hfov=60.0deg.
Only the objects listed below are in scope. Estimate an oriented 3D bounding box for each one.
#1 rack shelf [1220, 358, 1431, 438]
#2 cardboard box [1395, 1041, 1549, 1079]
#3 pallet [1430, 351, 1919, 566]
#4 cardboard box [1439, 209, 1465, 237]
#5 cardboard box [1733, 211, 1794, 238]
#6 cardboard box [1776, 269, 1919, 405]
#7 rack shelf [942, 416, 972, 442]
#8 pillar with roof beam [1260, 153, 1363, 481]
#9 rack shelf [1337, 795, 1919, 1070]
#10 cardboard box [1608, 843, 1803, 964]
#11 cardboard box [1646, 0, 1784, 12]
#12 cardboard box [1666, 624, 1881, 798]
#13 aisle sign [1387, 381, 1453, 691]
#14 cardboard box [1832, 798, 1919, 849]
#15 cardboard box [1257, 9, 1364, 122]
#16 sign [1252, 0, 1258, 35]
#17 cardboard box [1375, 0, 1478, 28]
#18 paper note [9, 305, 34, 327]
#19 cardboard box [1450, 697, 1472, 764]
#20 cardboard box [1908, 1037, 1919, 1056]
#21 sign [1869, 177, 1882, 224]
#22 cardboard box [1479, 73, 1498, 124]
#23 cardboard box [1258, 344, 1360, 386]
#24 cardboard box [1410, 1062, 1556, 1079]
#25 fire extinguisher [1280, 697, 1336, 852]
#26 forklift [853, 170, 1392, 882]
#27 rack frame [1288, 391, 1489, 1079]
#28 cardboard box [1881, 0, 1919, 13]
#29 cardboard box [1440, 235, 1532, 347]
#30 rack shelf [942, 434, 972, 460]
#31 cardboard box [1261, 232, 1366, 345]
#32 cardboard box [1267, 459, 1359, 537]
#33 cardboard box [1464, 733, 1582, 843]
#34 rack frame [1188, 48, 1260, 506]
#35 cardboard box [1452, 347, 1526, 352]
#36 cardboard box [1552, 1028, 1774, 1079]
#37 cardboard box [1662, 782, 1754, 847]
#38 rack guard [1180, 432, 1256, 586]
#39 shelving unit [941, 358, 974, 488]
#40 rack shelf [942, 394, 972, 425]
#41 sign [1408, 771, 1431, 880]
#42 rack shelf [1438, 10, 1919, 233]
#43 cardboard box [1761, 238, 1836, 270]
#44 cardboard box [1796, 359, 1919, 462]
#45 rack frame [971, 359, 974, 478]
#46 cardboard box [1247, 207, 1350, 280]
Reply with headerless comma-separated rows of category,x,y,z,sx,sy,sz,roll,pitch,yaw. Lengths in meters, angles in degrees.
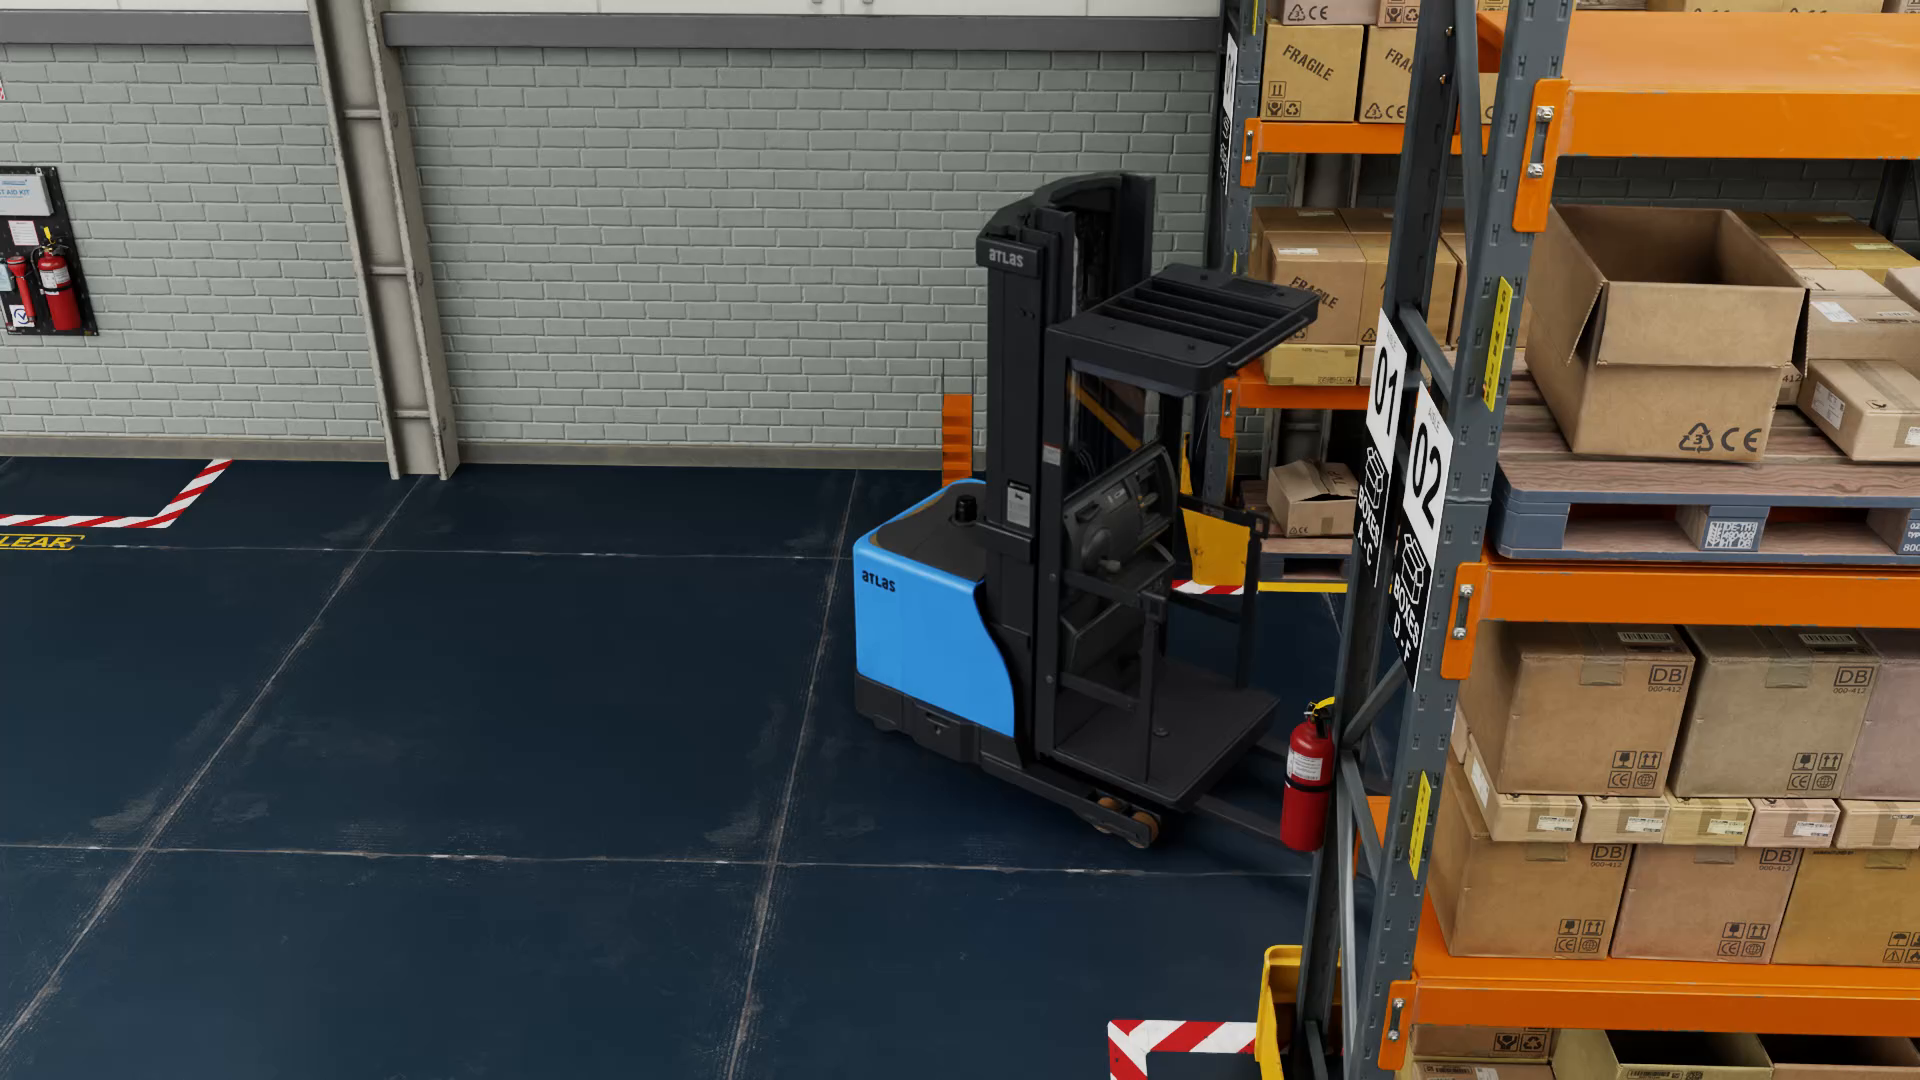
rack shelf,3.544,-0.971,10.073,4.000,0.370,1.077,1,28,2
cardboard box,1.921,1.896,6.383,0.500,0.250,0.500,1,28,2
pallet,2.080,-0.266,4.866,1.213,0.211,1.003,1,28,2
cardboard box,3.043,-1.668,9.958,0.500,0.500,0.500,0,28,0
cardboard box,4.564,-1.646,9.916,0.500,0.500,0.500,1,28,2
cardboard box,2.534,-0.614,4.991,0.500,0.250,0.500,1,28,2
rack shelf,-0.014,-0.703,10.303,0.180,0.103,0.258,1,28,2
pillar with roof beam,2.123,-2.351,5.503,0.400,9.000,9.100,1,28,2
rack shelf,3.373,1.347,5.699,4.000,0.370,1.077,1,28,2
cardboard box,2.365,0.973,5.531,0.500,0.500,0.700,2,28,3
cardboard box,3.962,-2.965,8.668,0.500,0.500,0.500,0,28,0
cardboard box,2.419,0.400,5.226,0.500,0.500,0.700,0,28,0
aisle sign,1.298,-0.010,4.716,0.004,0.787,0.394,1,28,2
cardboard box,2.790,0.789,5.184,0.250,0.149,0.380,0,28,0
cardboard box,1.871,-2.578,9.005,0.500,0.500,0.500,2,28,3
sign,1.526,-2.780,8.581,0.005,0.325,0.100,1,28,2
cardboard box,2.421,-2.990,8.715,0.500,0.500,0.500,1,28,1
paper note,-6.364,-1.519,11.280,0.142,0.148,0.016,1,28,2
cardboard box,1.763,0.583,5.574,0.250,0.149,0.380,0,28,1
cardboard box,3.401,1.834,5.701,0.500,0.500,0.500,1,28,2
sign,5.559,-2.027,10.061,0.005,0.325,0.100,1,28,2
cardboard box,2.925,-2.546,8.944,0.500,0.500,0.500,2,28,4
cardboard box,2.022,-1.108,9.702,0.500,0.250,0.500,0,28,0
cardboard box,1.902,2.139,5.925,0.500,0.250,0.500,1,28,2
fire extinguisher,1.272,0.811,6.025,0.183,0.674,0.296,1,28,2
forklift,0.930,-0.113,7.759,3.031,2.935,1.130,19,33,32
rack frame,1.374,0.997,5.593,0.127,3.000,1.000,1,28,2
cardboard box,5.032,-2.957,8.654,0.500,0.500,0.500,-1,28,-3
cardboard box,3.021,-1.423,9.496,0.500,0.500,0.500,0,28,0
rack shelf,-0.014,-0.597,10.359,0.180,0.103,0.258,1,28,2
cardboard box,2.012,-1.448,9.542,0.500,0.500,0.500,1,28,2
cardboard box,2.234,-0.275,10.393,0.500,0.311,0.500,-2,28,-4
cardboard box,1.759,0.773,5.215,0.250,0.149,0.380,1,28,1
rack frame,1.545,-1.322,9.967,0.127,3.000,1.000,1,28,2
cardboard box,3.050,-1.095,9.677,0.500,0.250,0.500,1,28,1
cardboard box,2.402,1.815,5.736,0.500,0.500,0.500,1,28,2
cardboard box,2.272,0.781,5.200,0.250,0.149,0.380,1,28,2
rack guard,1.621,-0.217,10.550,0.348,0.500,1.175,1,28,2
shelving unit,-0.014,-0.530,10.395,0.189,1.200,0.258,1,28,2
rack shelf,-0.014,-0.809,10.247,0.180,0.103,0.258,1,28,2
sign,1.349,0.839,4.882,0.005,0.325,0.100,1,28,2
rack shelf,3.373,-1.126,4.388,4.000,0.370,1.077,1,28,2
cardboard box,4.560,-1.399,9.449,0.500,0.500,0.500,1,28,2
cardboard box,2.544,-0.363,4.626,0.250,0.149,0.380,1,28,2
rack frame,0.077,-0.529,10.392,0.006,1.200,0.240,1,28,2
cardboard box,2.024,-1.688,9.995,0.500,0.500,0.500,1,28,1
